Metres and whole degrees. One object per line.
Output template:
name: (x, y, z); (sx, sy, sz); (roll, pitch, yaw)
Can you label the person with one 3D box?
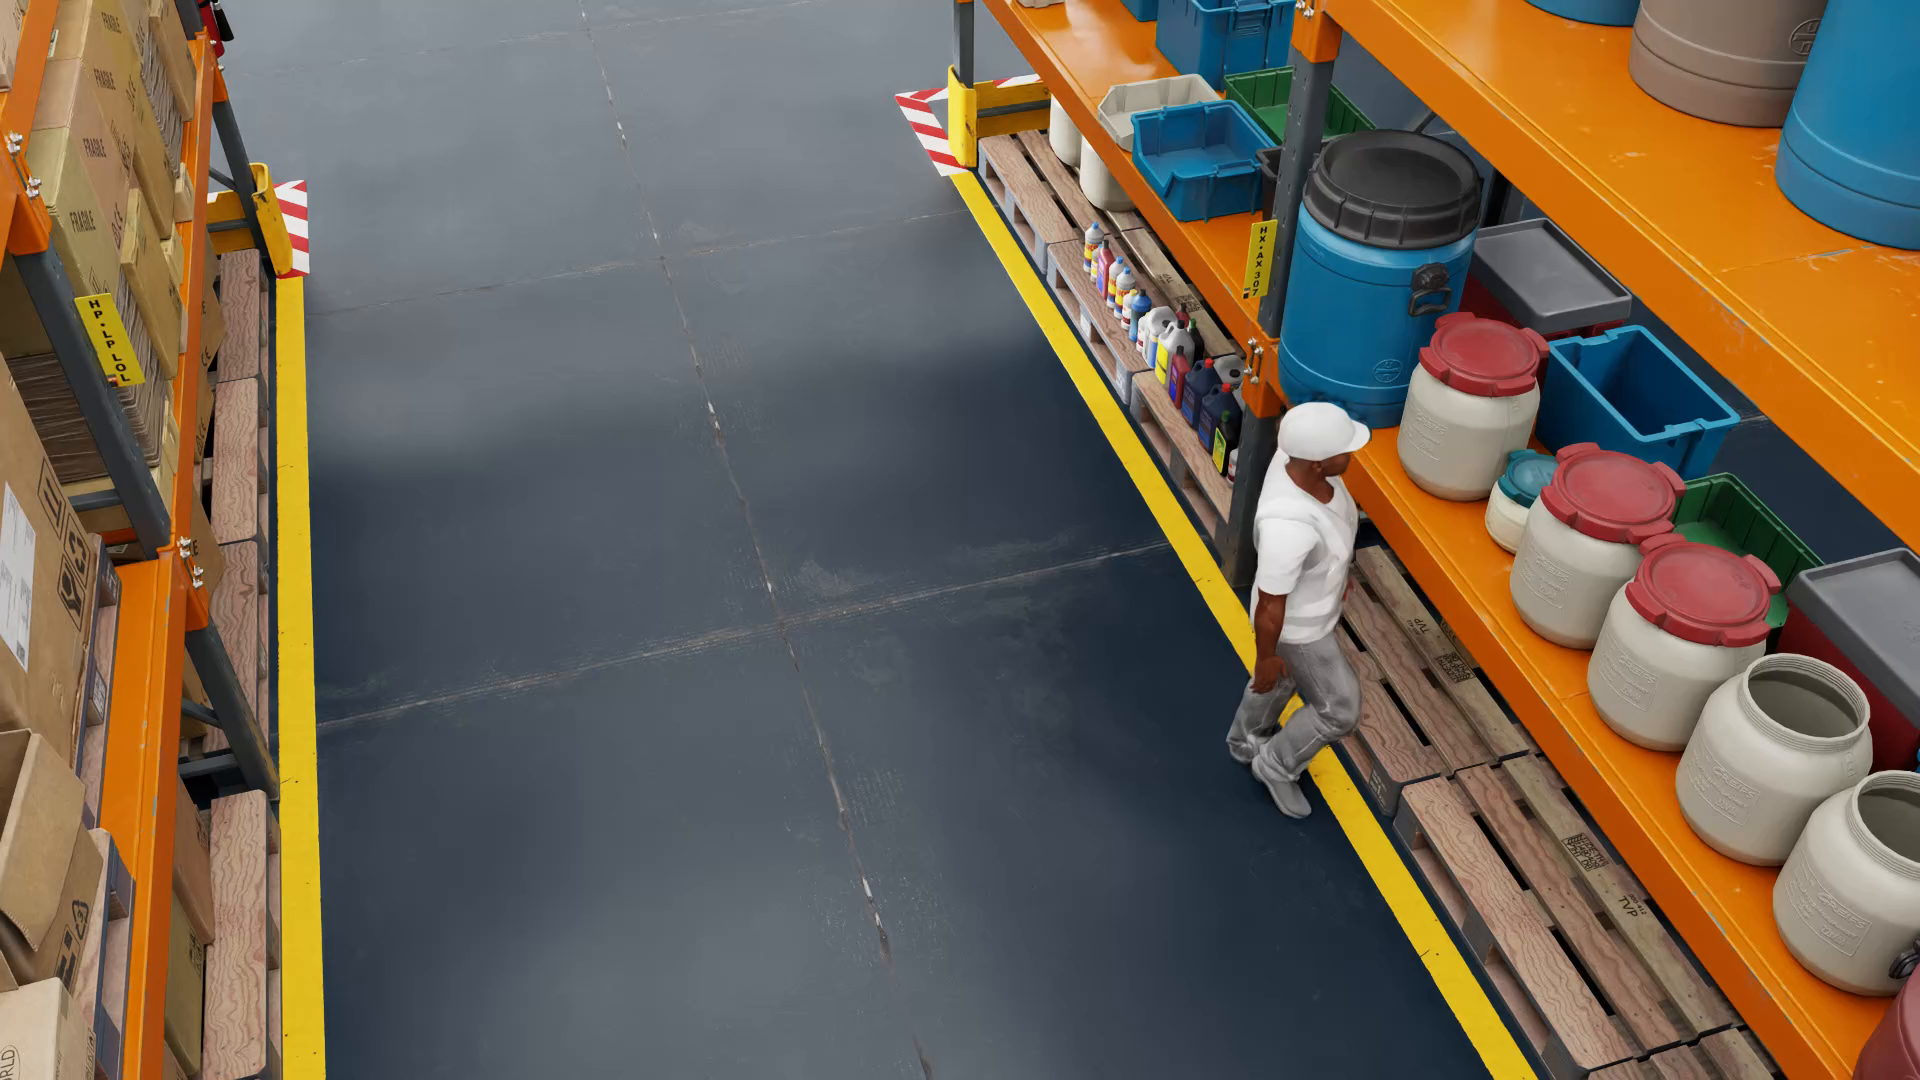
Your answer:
person: (1.235, 0.263, 5.852); (0.479, 1.805, 0.616); (11, 43, 12)
